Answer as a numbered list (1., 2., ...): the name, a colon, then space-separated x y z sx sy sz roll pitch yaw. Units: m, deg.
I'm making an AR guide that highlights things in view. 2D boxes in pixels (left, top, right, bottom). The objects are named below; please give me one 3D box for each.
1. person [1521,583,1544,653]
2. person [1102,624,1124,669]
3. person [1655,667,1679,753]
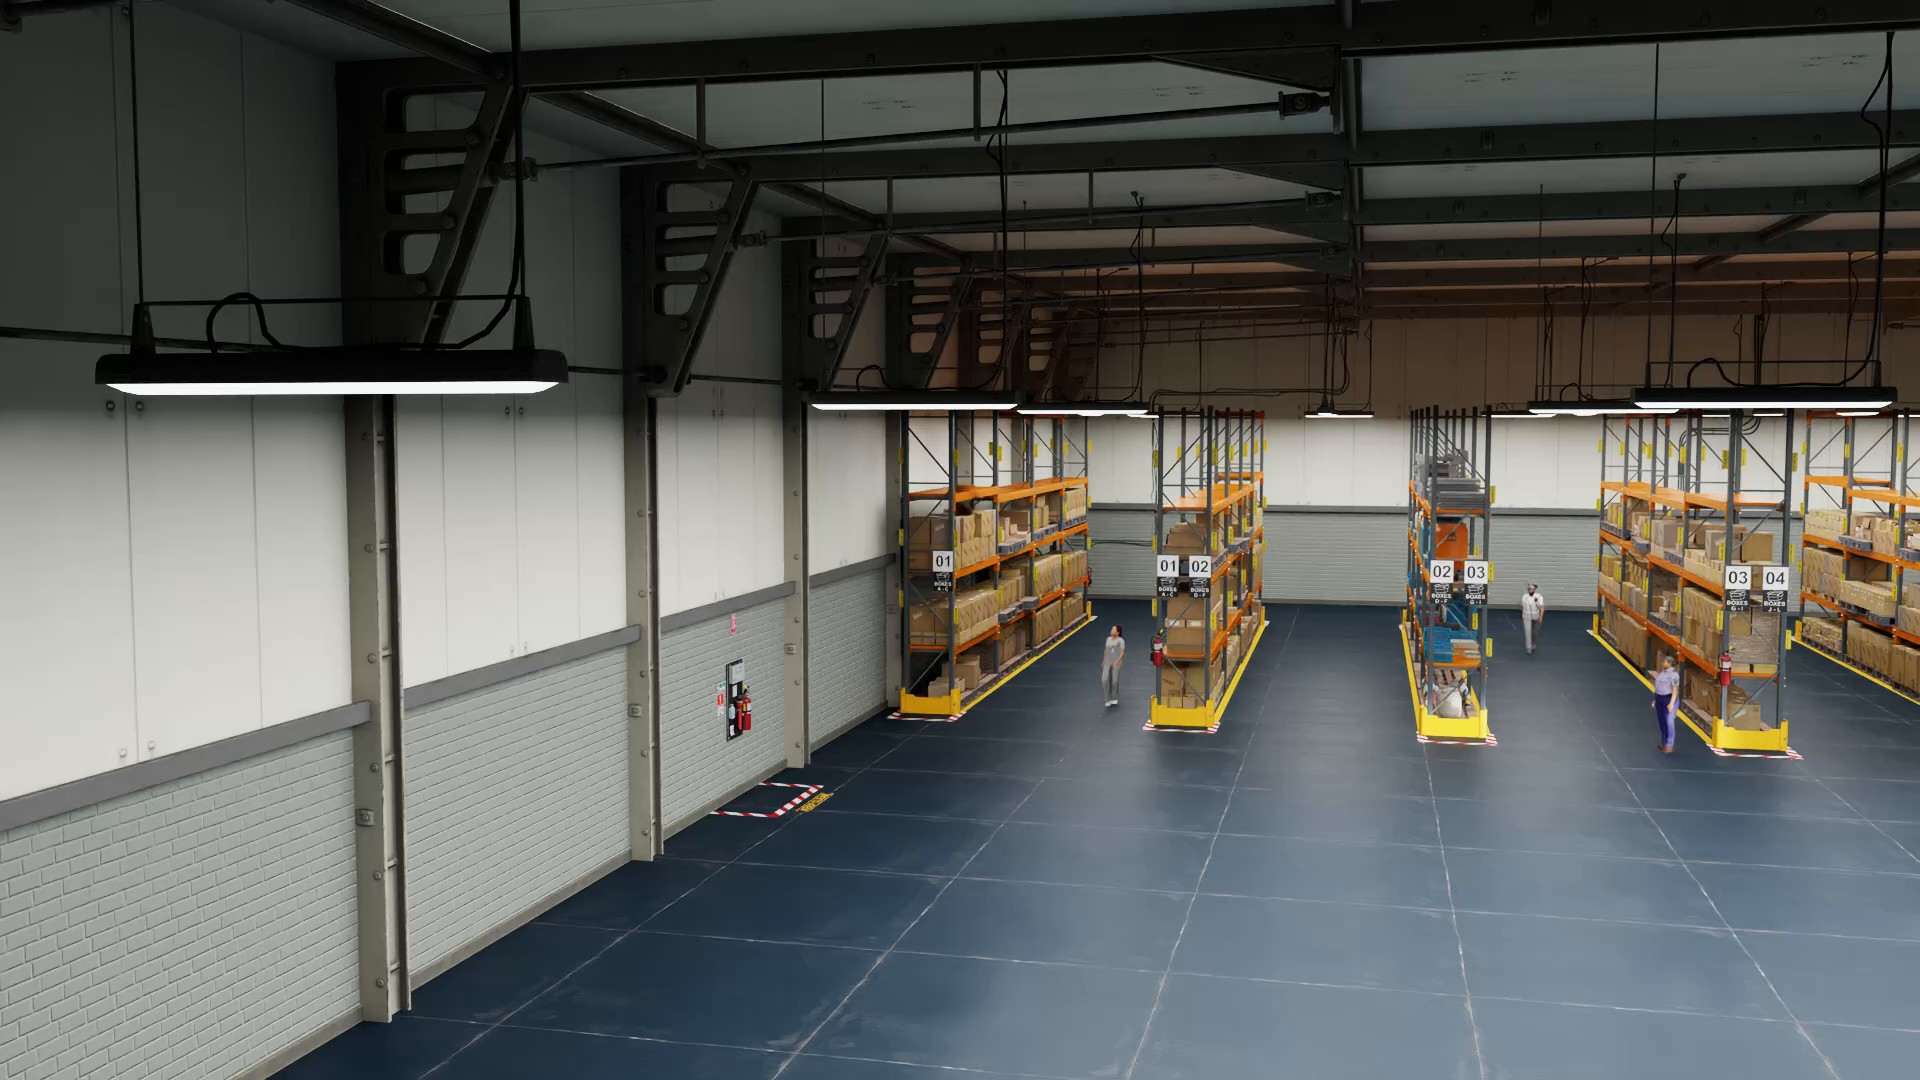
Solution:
1. person: 14.132 1.916 41.019 0.496 1.720 1.034 1 4 12
2. person: 3.035 2.158 33.335 0.526 0.943 0.565 2 4 21
3. person: 12.248 2.946 28.875 0.447 1.482 0.476 -2 4 -22
